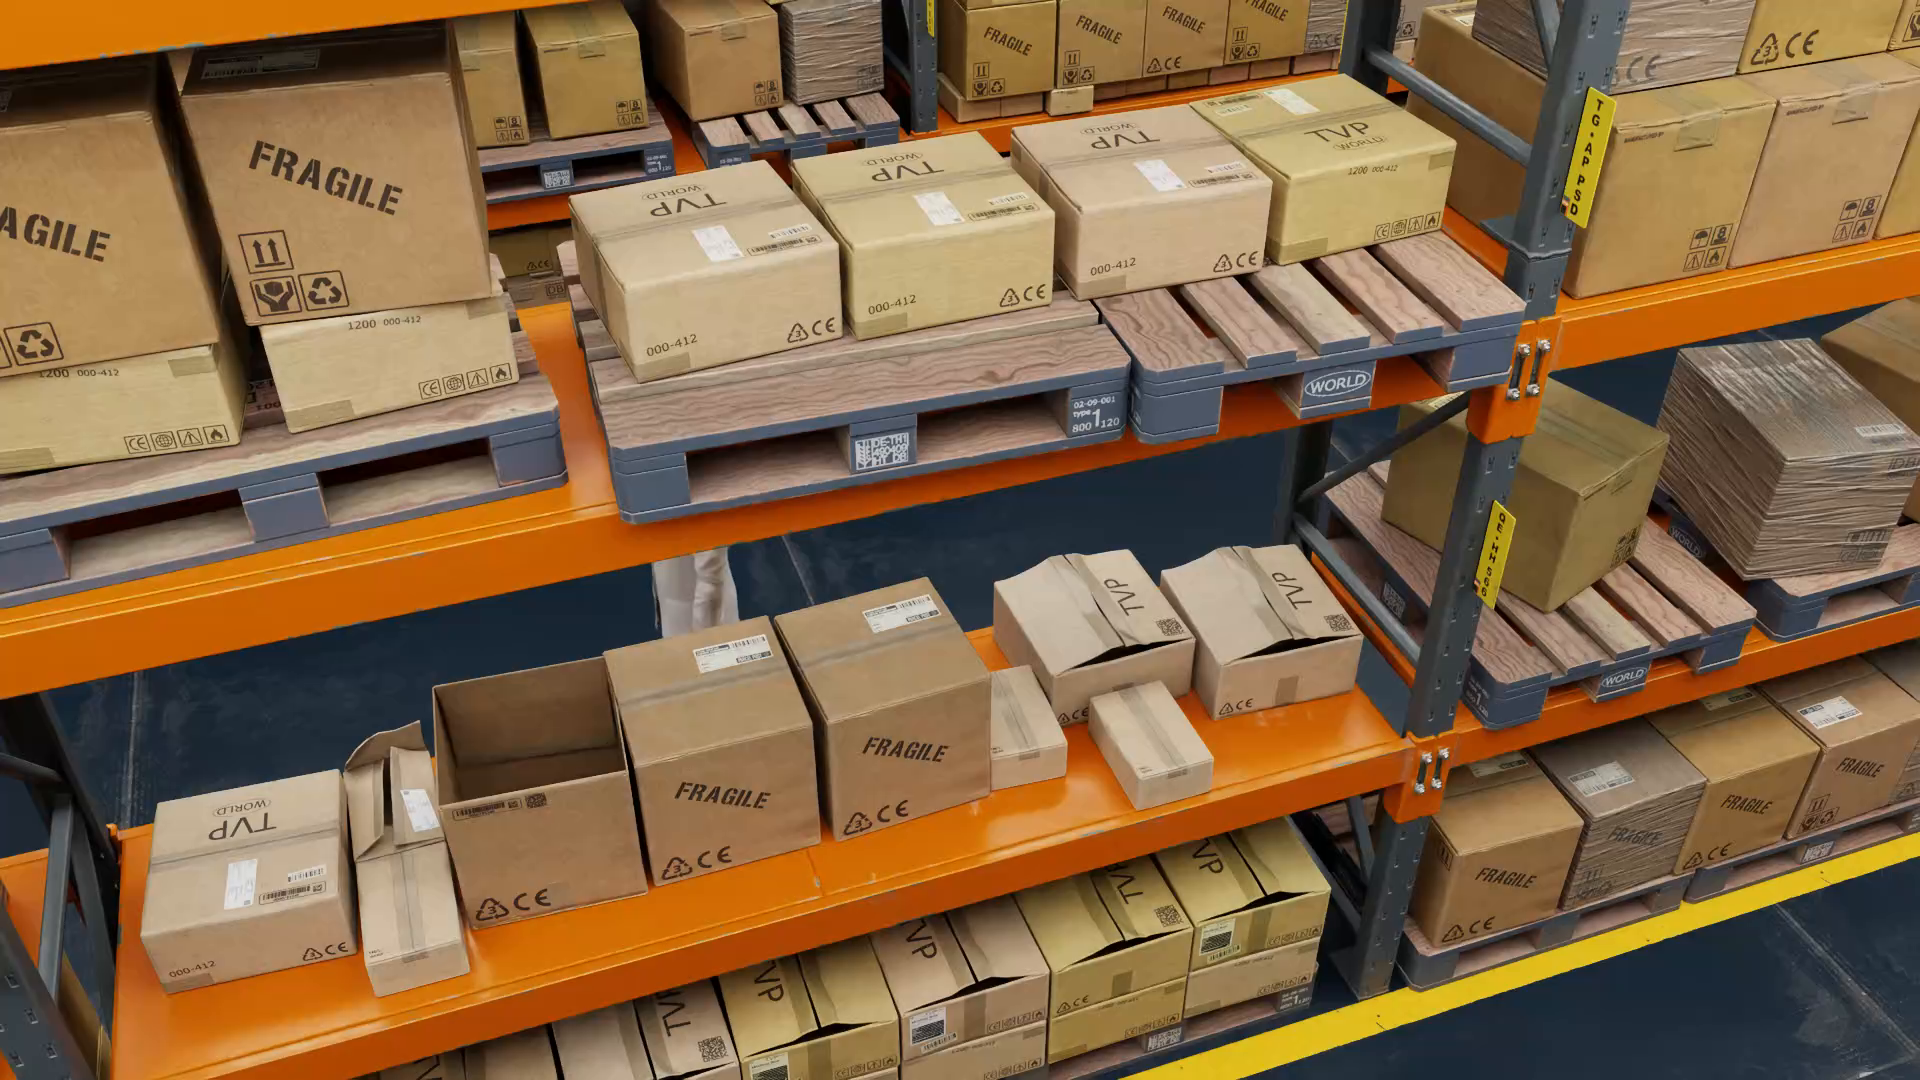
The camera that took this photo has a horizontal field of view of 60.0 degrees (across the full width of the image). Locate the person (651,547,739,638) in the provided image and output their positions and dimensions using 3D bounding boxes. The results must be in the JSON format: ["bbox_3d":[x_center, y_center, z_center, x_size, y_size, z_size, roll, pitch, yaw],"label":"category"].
[{"bbox_3d":[-1.042,0.228,6.507,0.396,1.791,0.566,-12,39,-15],"label":"person"}]
